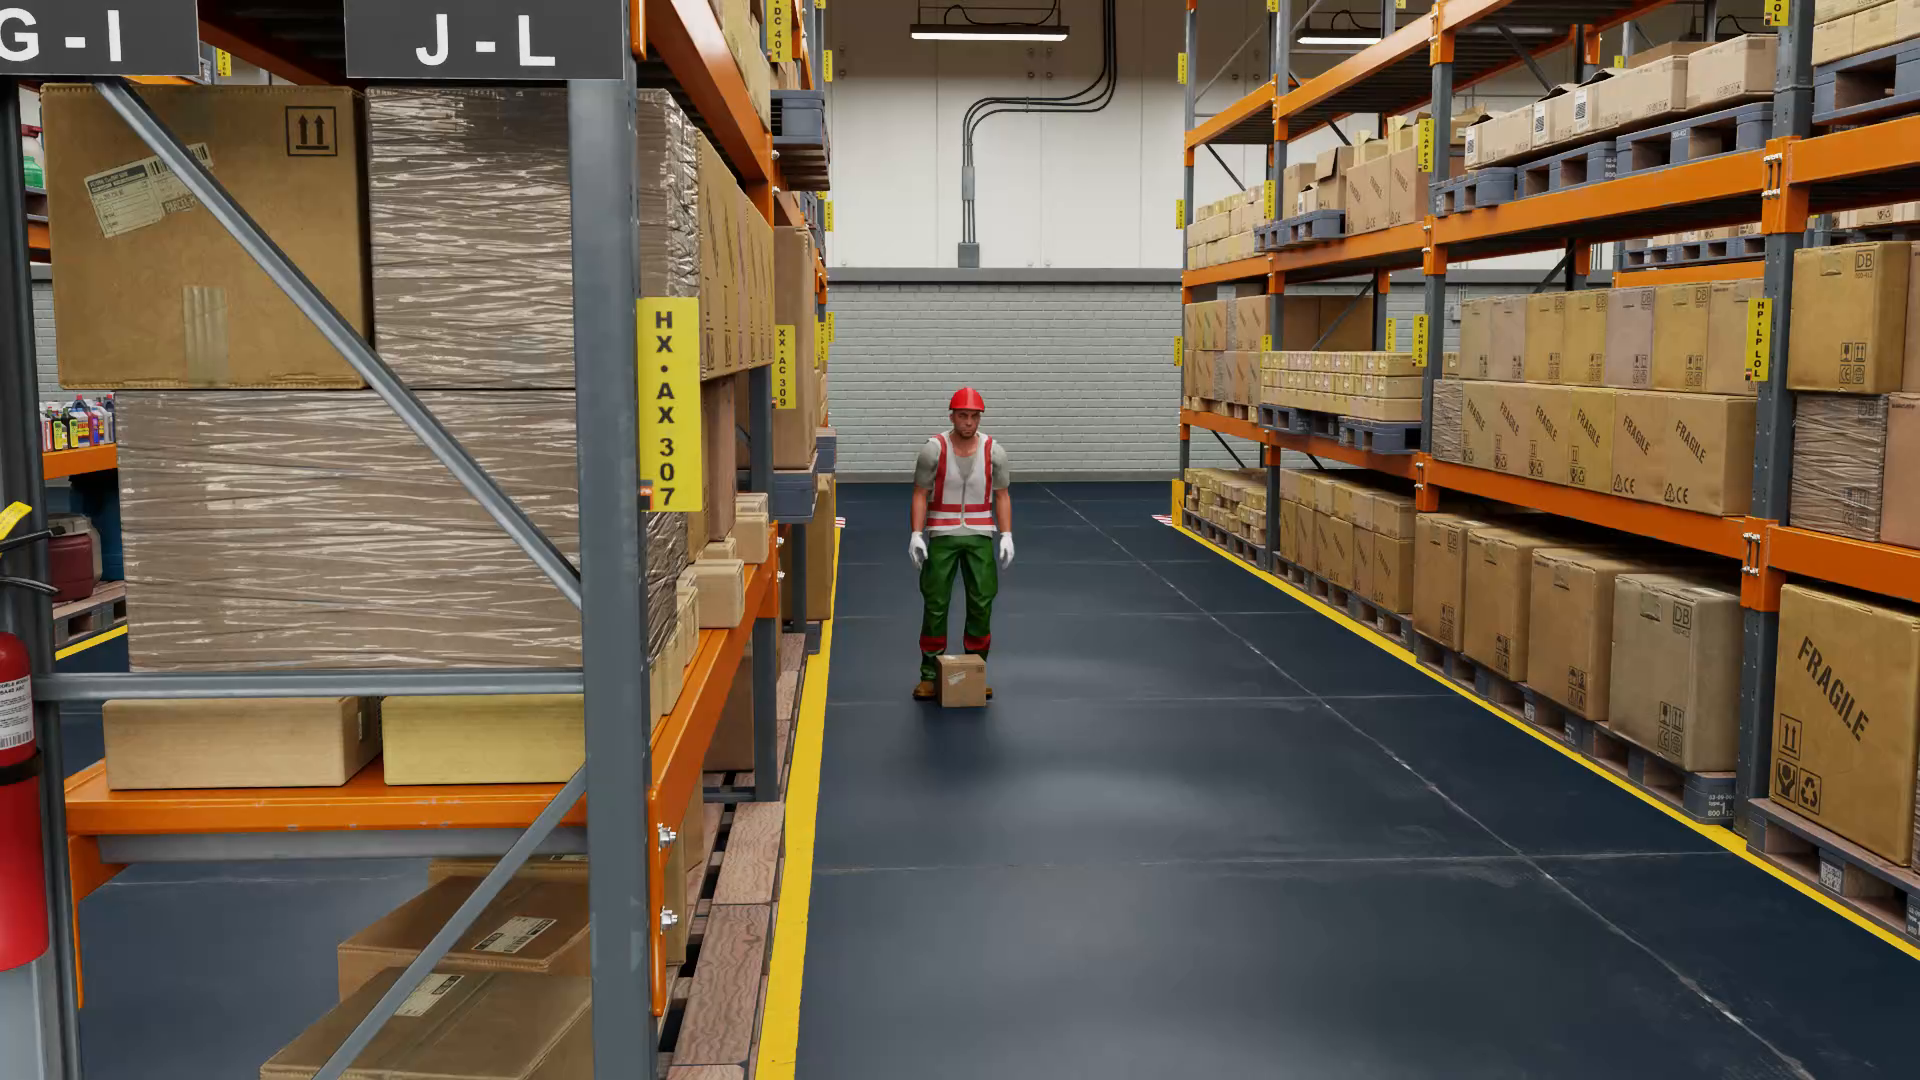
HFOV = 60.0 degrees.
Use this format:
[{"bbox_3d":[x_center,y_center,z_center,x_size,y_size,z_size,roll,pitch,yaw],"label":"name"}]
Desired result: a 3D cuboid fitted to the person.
[{"bbox_3d":[0.010,0.012,9.569,0.620,1.780,0.446,-1,7,-7],"label":"person"}]
